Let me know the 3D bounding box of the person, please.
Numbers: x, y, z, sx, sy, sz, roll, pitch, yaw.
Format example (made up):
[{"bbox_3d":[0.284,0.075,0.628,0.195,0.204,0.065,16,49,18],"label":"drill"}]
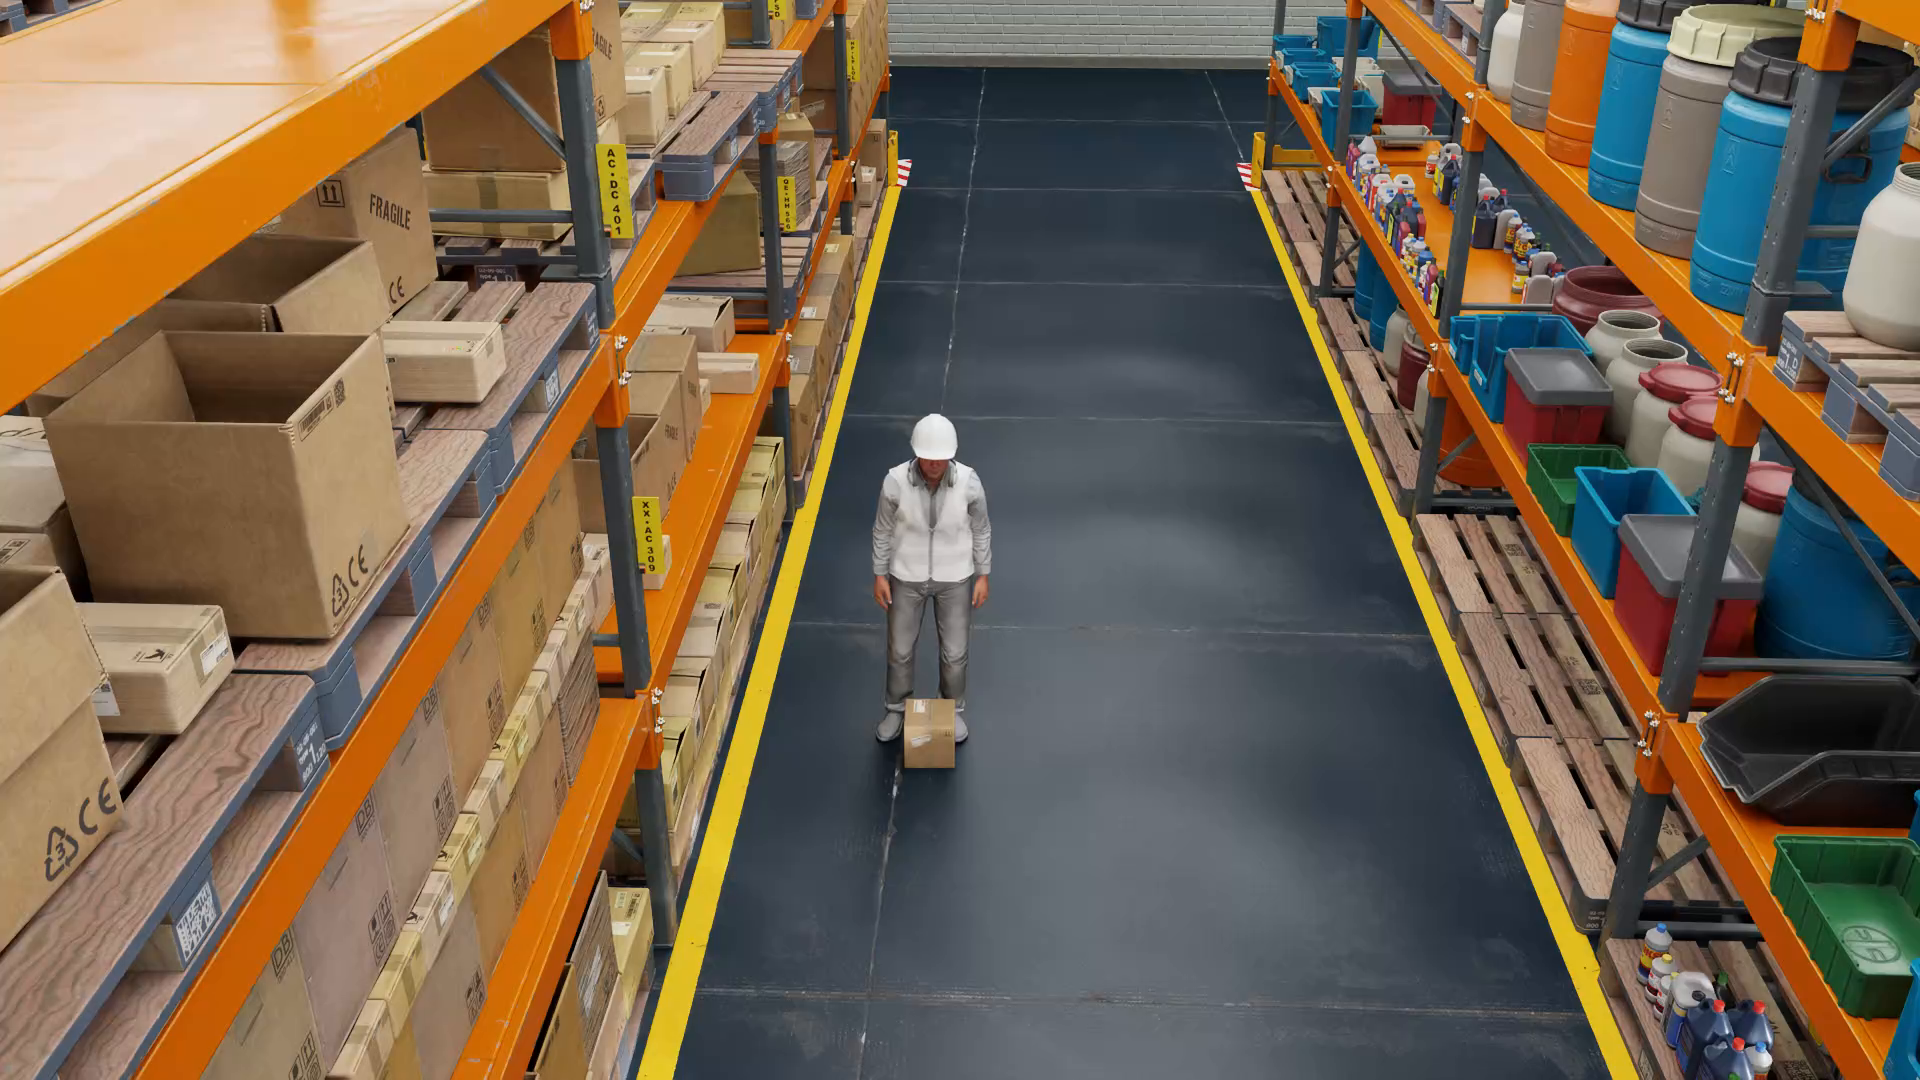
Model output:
[{"bbox_3d":[-0.141,0.180,8.249,0.592,1.773,0.458,0,28,0],"label":"person"}]
